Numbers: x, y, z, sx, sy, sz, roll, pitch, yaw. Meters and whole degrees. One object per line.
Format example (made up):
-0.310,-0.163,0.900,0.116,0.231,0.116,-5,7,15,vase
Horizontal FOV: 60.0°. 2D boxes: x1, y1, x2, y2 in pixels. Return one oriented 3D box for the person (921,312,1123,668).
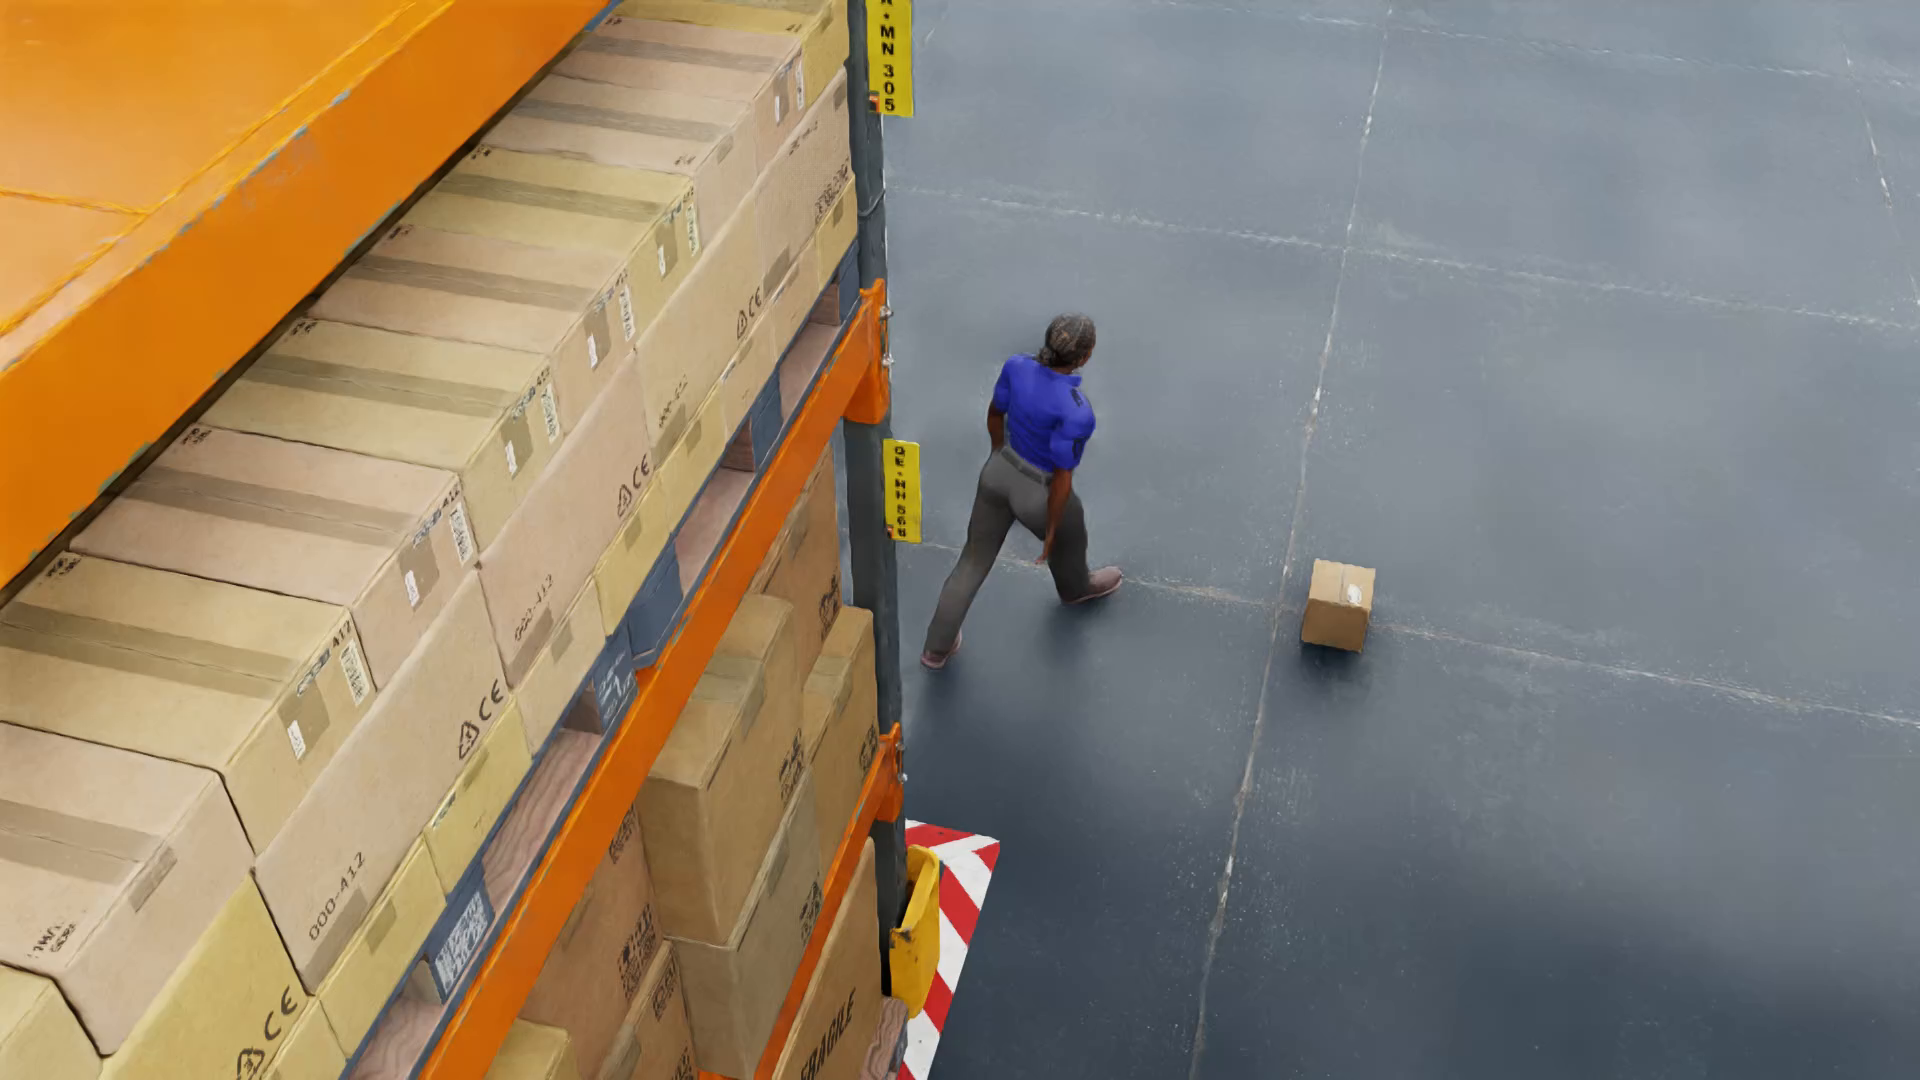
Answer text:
0.270,-0.223,6.433,0.552,1.595,0.998,29,49,29,person
